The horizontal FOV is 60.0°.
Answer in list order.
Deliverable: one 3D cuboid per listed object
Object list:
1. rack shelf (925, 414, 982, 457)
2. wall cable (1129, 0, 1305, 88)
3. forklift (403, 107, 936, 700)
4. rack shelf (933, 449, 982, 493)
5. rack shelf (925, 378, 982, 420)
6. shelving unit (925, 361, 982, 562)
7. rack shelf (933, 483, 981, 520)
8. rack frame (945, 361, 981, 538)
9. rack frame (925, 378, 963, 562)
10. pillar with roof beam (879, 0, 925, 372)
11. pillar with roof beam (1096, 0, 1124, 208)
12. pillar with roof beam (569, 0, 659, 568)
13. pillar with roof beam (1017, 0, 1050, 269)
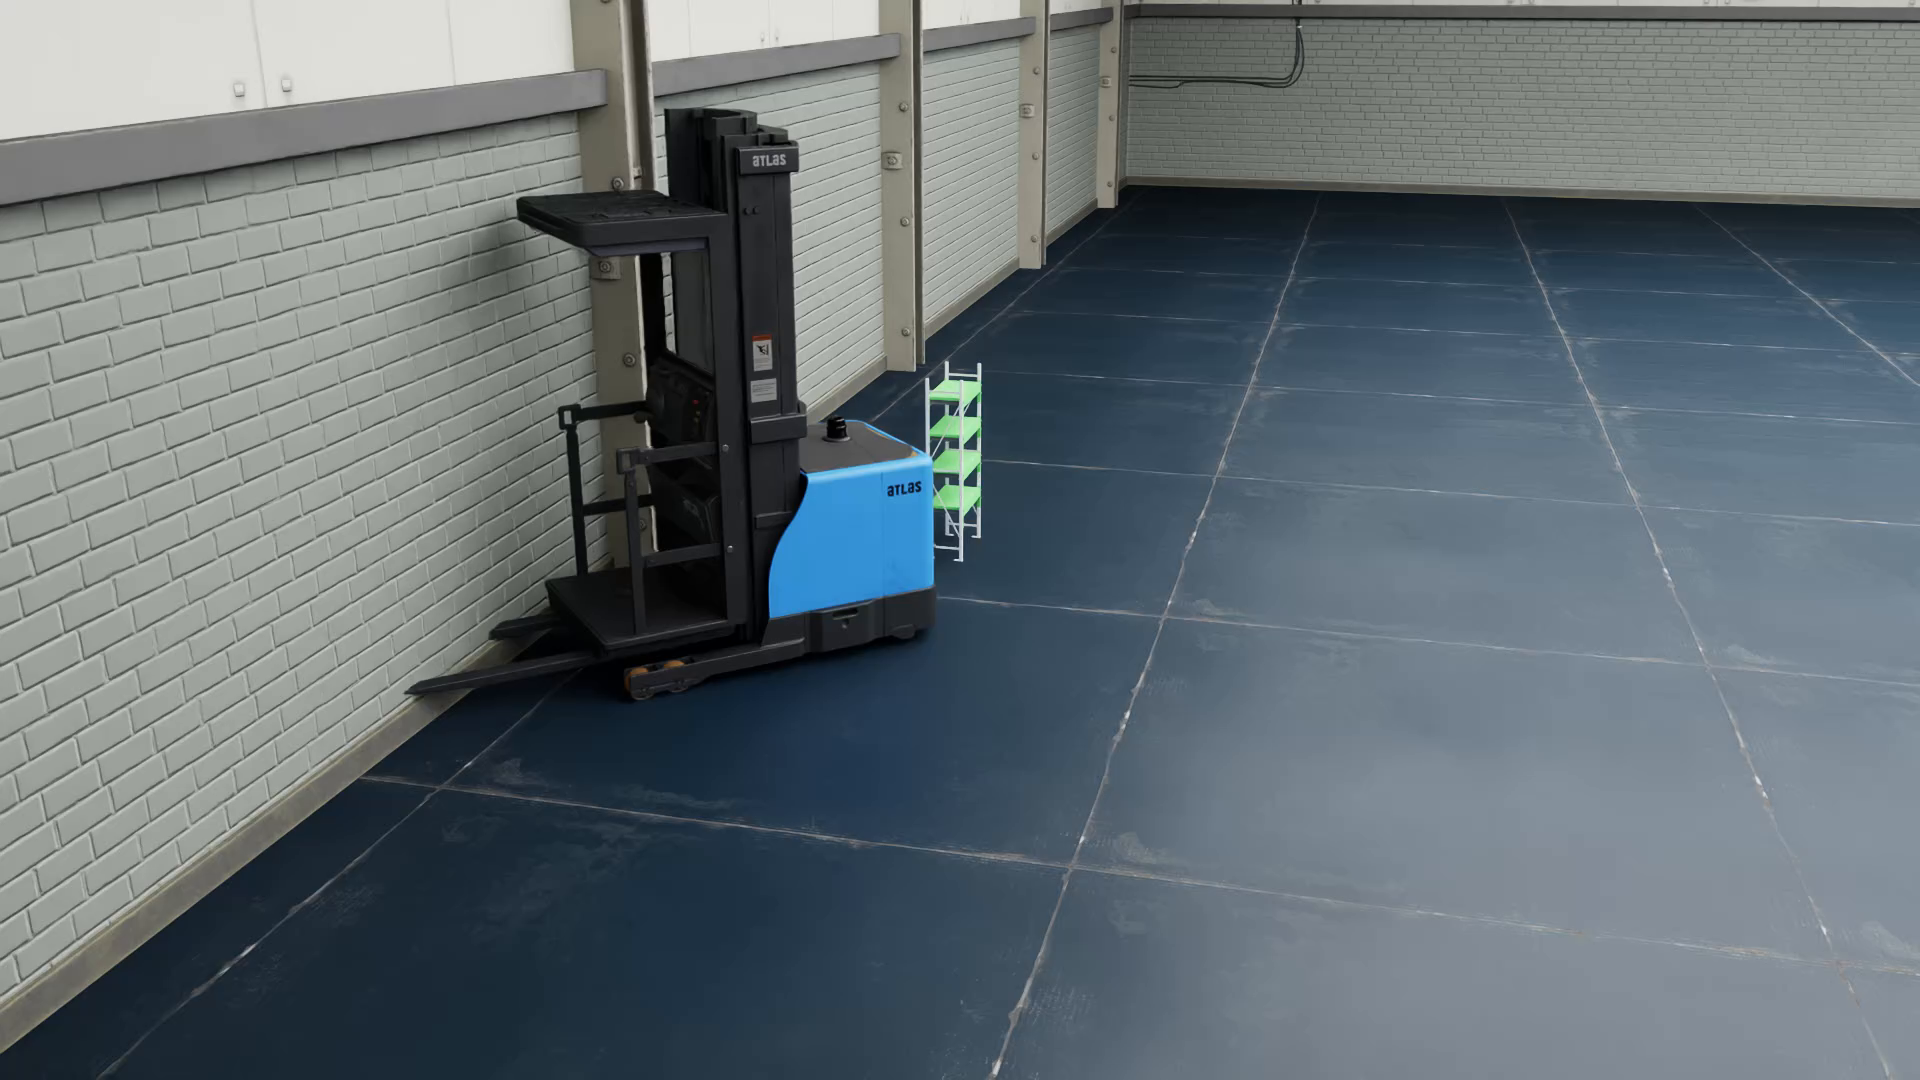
[{"bbox_3d":[-0.040,-0.683,10.785,0.258,0.148,0.480,5,19,13],"label":"rack shelf"},{"bbox_3d":[4.395,-9.054,28.576,3.097,2.526,0.112,5,19,13],"label":"wall cable"},{"bbox_3d":[-1.674,-0.741,8.821,3.031,2.935,1.130,-10,21,-28],"label":"forklift"},{"bbox_3d":[-0.040,-0.455,10.862,0.258,0.148,0.480,5,19,13],"label":"rack shelf"},{"bbox_3d":[-0.040,-0.910,10.707,0.258,0.148,0.480,5,19,13],"label":"rack shelf"},{"bbox_3d":[-0.040,-0.516,10.842,0.258,1.200,0.503,5,19,13],"label":"shelving unit"},{"bbox_3d":[-0.040,-0.228,10.940,0.258,0.148,0.480,5,19,13],"label":"rack shelf"},{"bbox_3d":[0.019,-0.592,11.066,0.240,1.200,0.015,5,19,13],"label":"rack frame"},{"bbox_3d":[-0.100,-0.439,10.618,0.240,1.200,0.015,5,19,13],"label":"rack frame"},{"bbox_3d":[3.635,-5.603,13.670,9.100,9.000,0.400,5,19,13],"label":"pillar with roof beam"},{"bbox_3d":[6.567,-9.364,24.681,9.100,9.000,0.400,5,19,13],"label":"pillar with roof beam"},{"bbox_3d":[2.169,-3.722,8.164,9.100,9.000,0.400,5,19,13],"label":"pillar with roof beam"},{"bbox_3d":[5.101,-7.484,19.175,9.100,9.000,0.400,5,19,13],"label":"pillar with roof beam"}]
